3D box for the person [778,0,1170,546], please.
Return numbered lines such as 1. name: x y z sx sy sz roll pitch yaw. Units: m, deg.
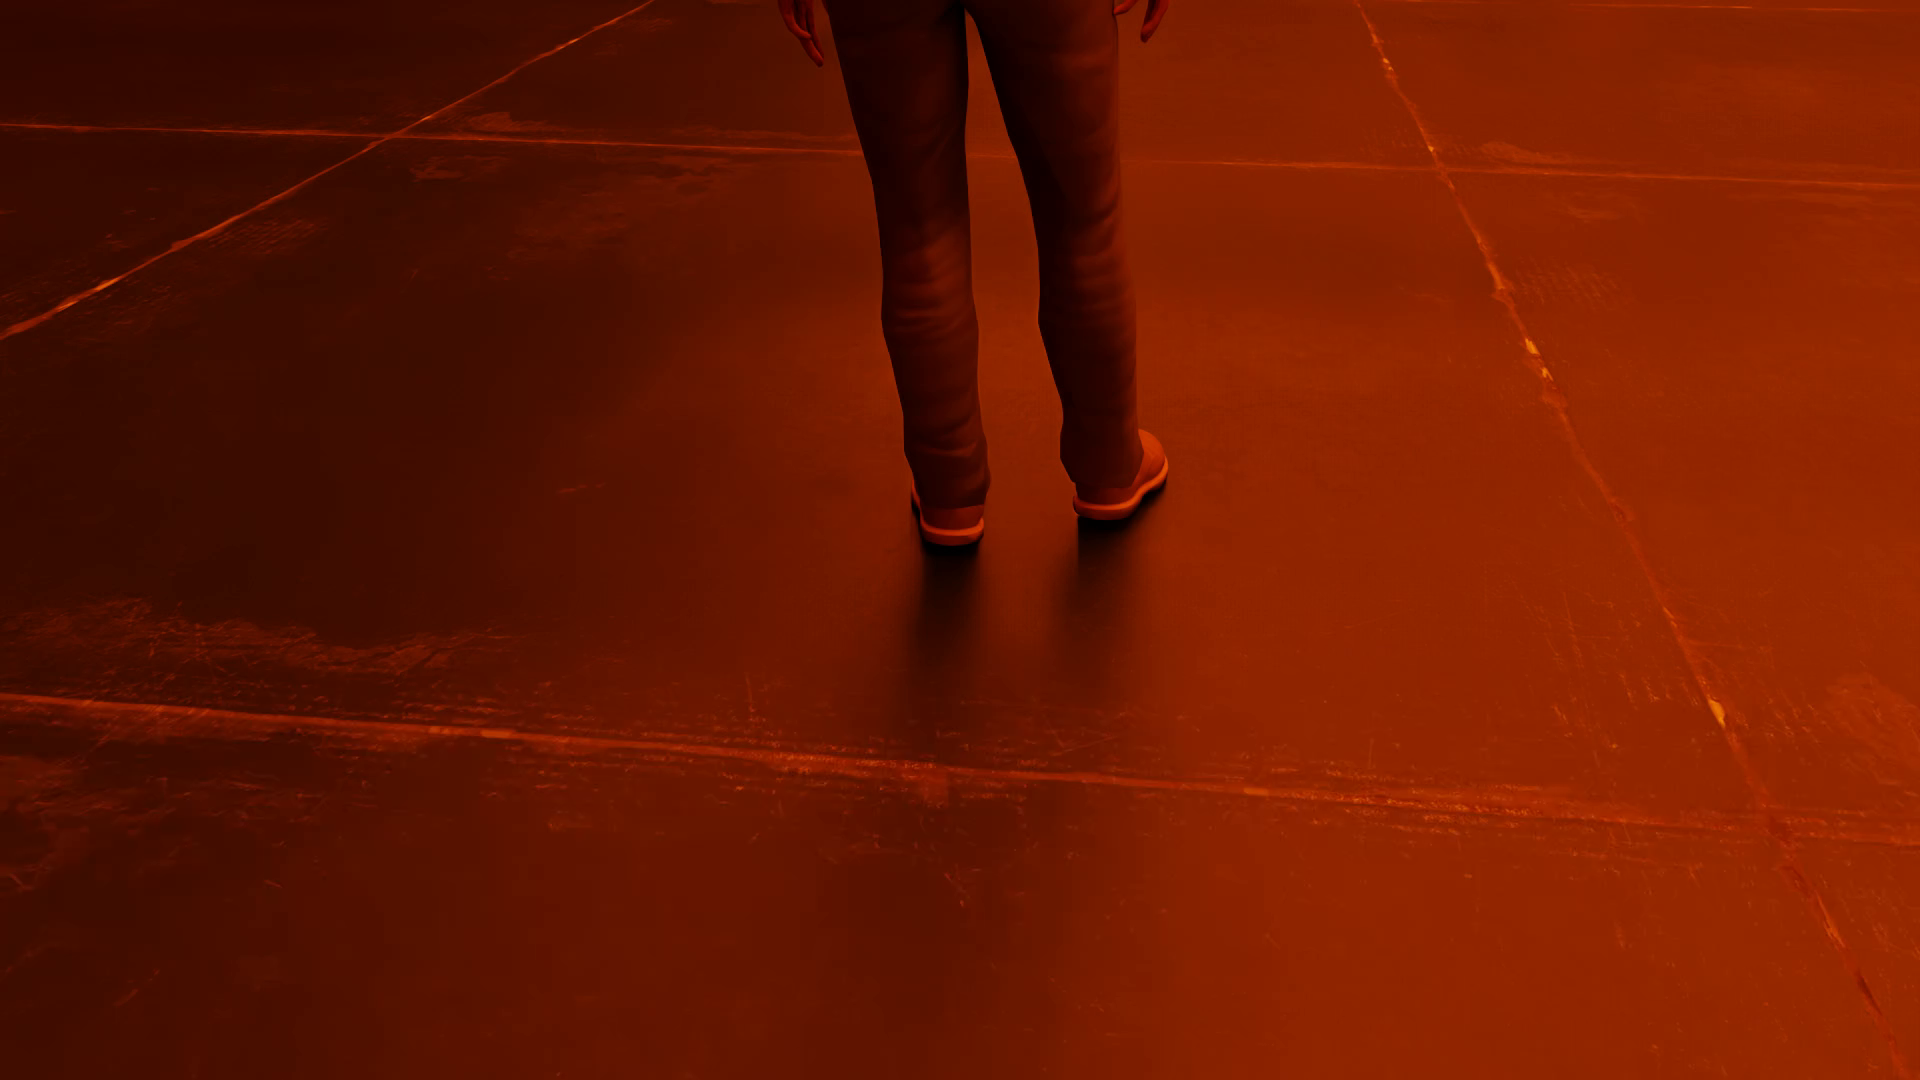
1. person: 0.032 -0.784 2.203 0.569 1.654 0.504 3 27 7
